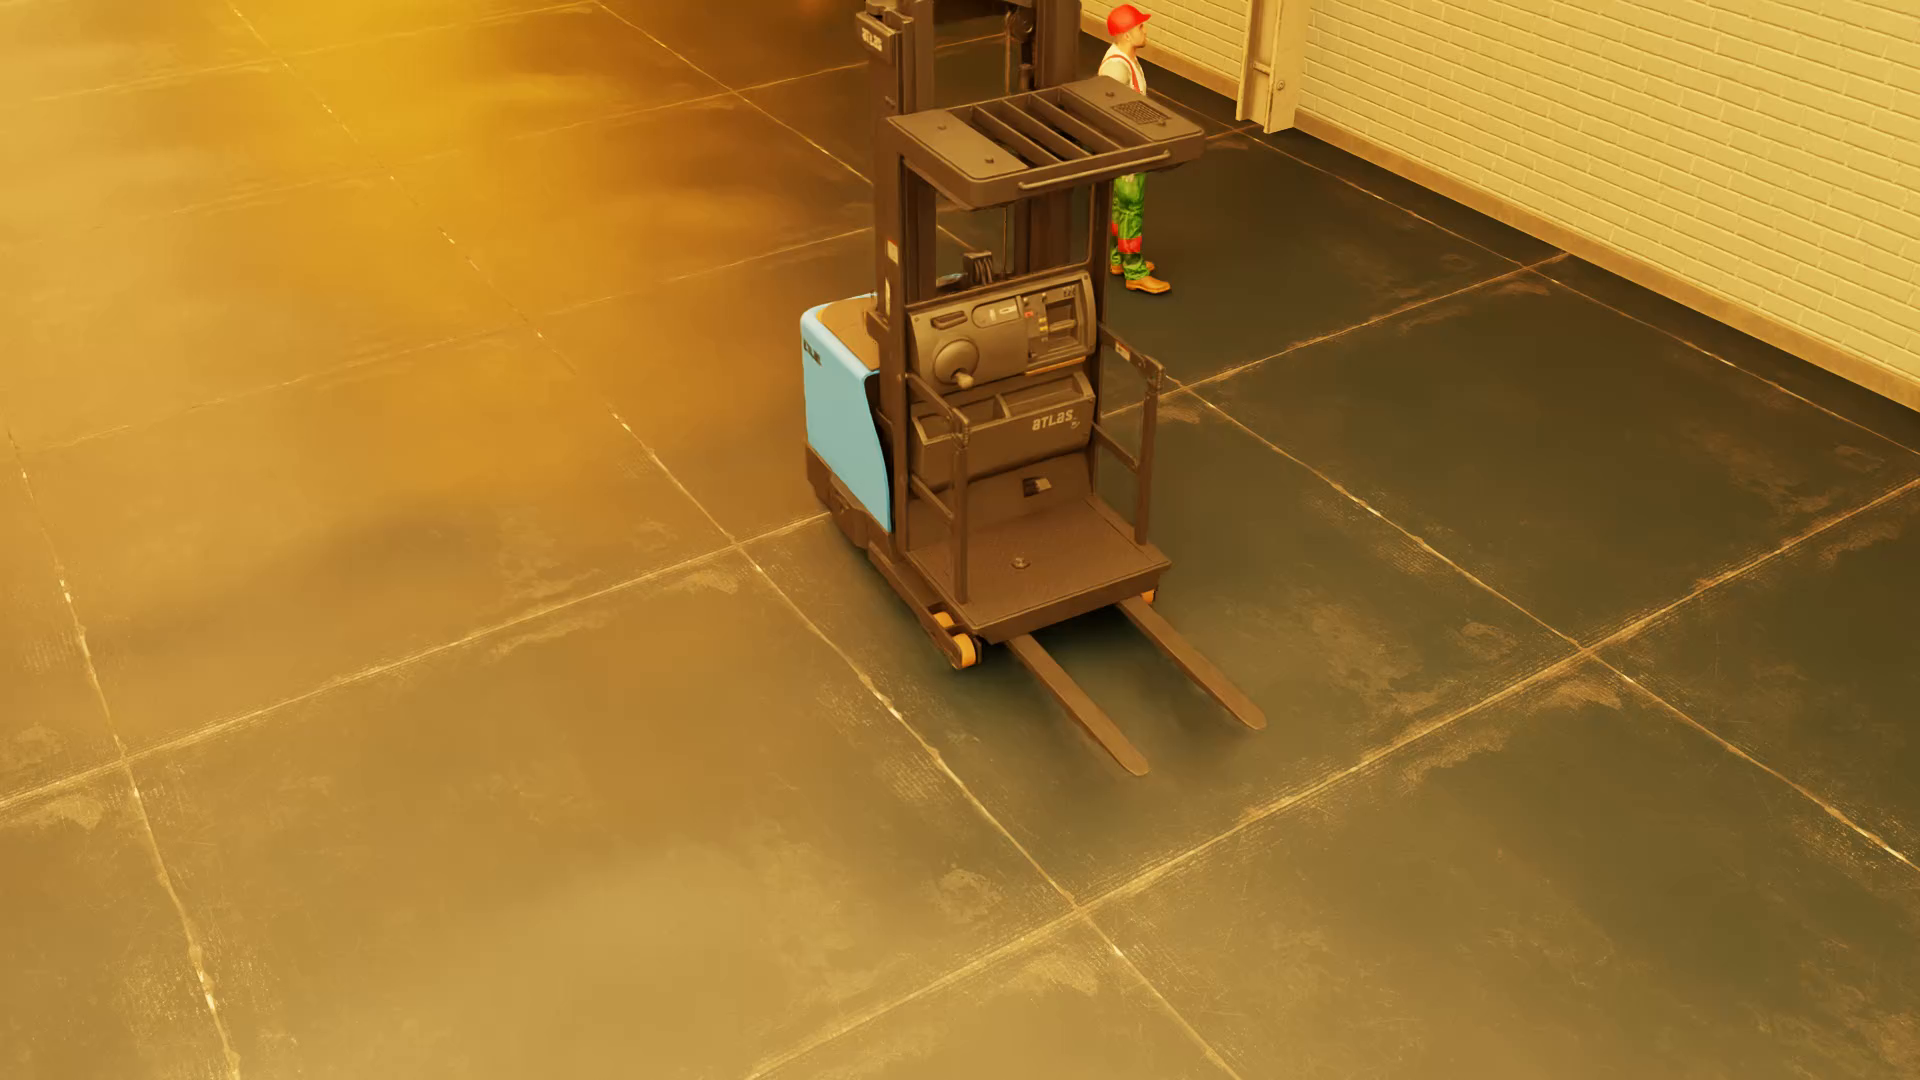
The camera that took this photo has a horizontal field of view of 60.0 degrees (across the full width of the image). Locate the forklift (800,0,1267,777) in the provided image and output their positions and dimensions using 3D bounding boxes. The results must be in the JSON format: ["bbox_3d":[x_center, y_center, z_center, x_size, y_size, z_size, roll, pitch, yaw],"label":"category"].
[{"bbox_3d":[0.311,-0.891,7.415,1.130,2.935,3.031,-17,39,-23],"label":"forklift"}]

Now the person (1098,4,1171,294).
[{"bbox_3d":[1.153,-2.537,10.740,0.565,1.789,0.643,5,35,8],"label":"person"}]
